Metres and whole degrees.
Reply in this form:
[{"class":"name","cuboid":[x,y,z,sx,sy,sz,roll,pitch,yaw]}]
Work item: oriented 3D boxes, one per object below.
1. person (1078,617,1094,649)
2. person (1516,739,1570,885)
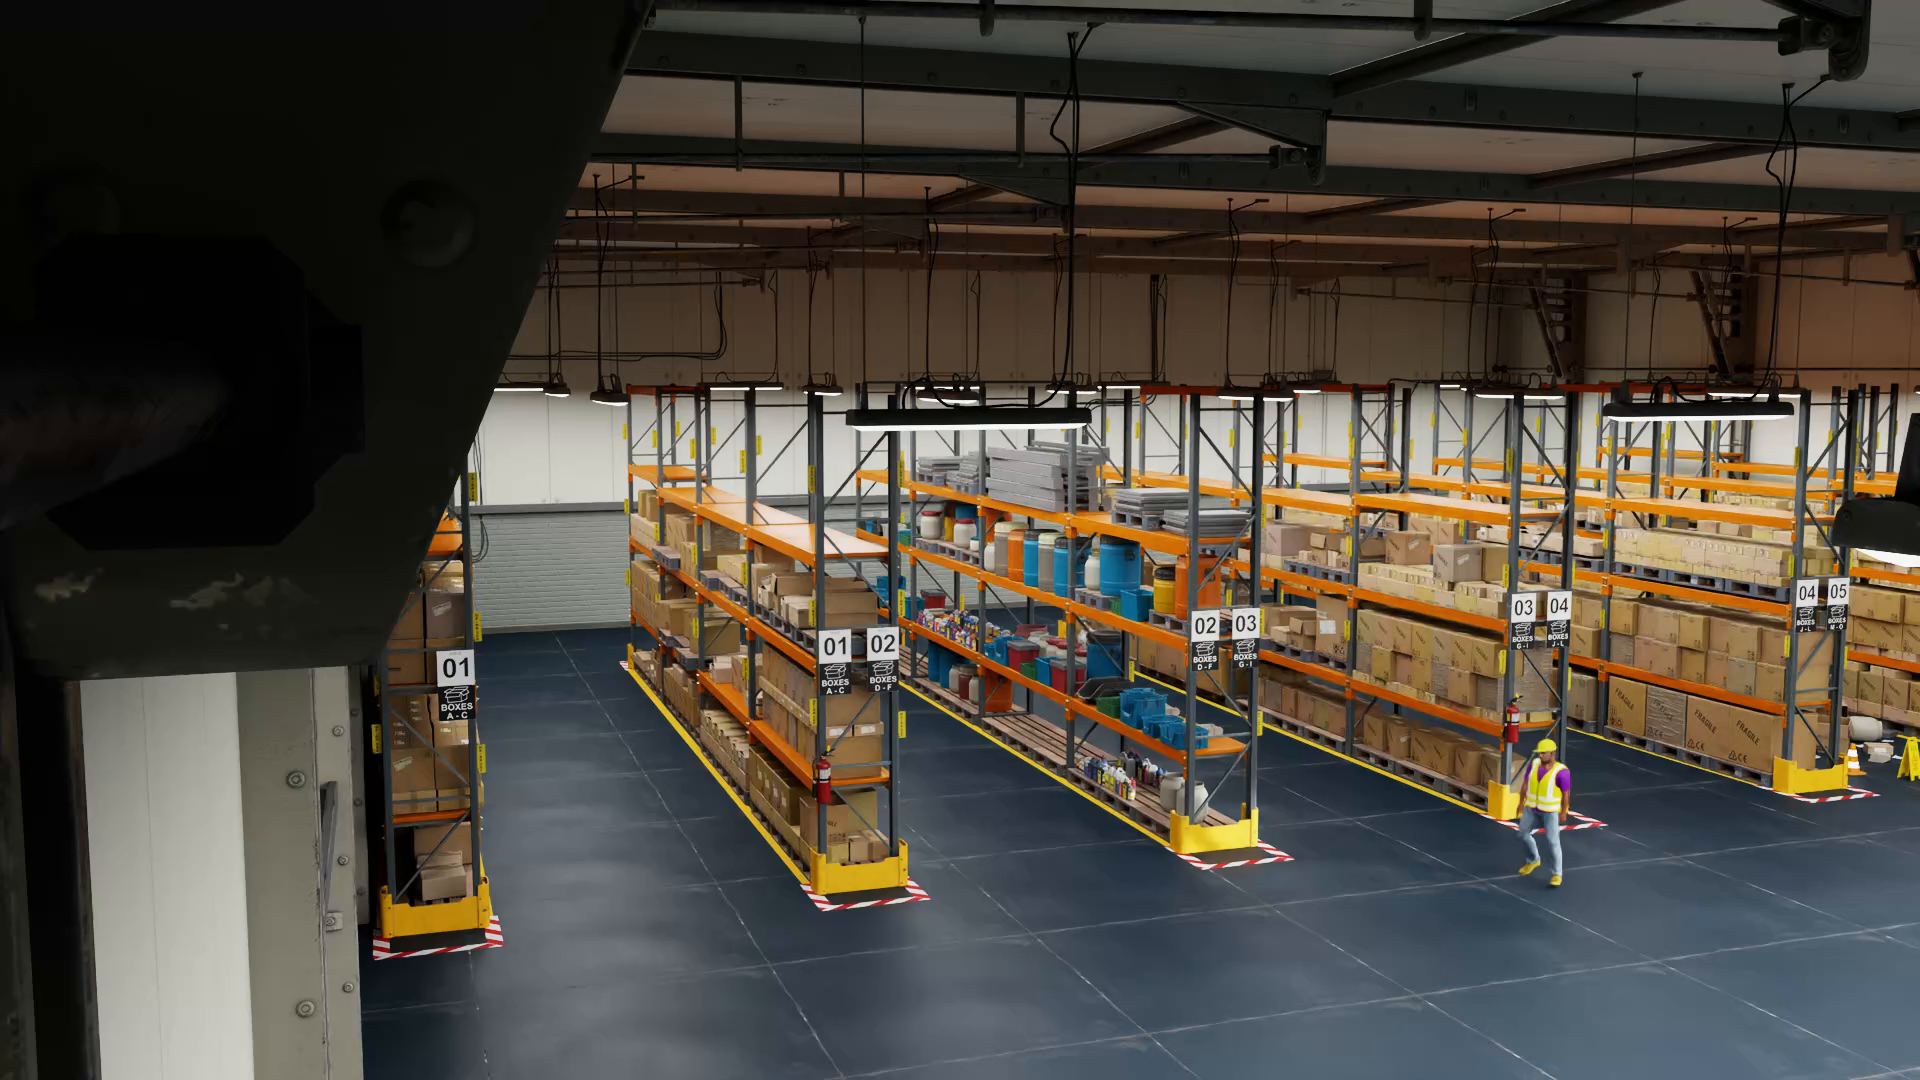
[{"class":"person","cuboid":[2.368,2.256,31.016,0.373,1.670,0.539,-6,8,-43]},{"class":"person","cuboid":[7.192,3.321,20.505,0.420,1.775,0.607,-6,8,-43]}]
